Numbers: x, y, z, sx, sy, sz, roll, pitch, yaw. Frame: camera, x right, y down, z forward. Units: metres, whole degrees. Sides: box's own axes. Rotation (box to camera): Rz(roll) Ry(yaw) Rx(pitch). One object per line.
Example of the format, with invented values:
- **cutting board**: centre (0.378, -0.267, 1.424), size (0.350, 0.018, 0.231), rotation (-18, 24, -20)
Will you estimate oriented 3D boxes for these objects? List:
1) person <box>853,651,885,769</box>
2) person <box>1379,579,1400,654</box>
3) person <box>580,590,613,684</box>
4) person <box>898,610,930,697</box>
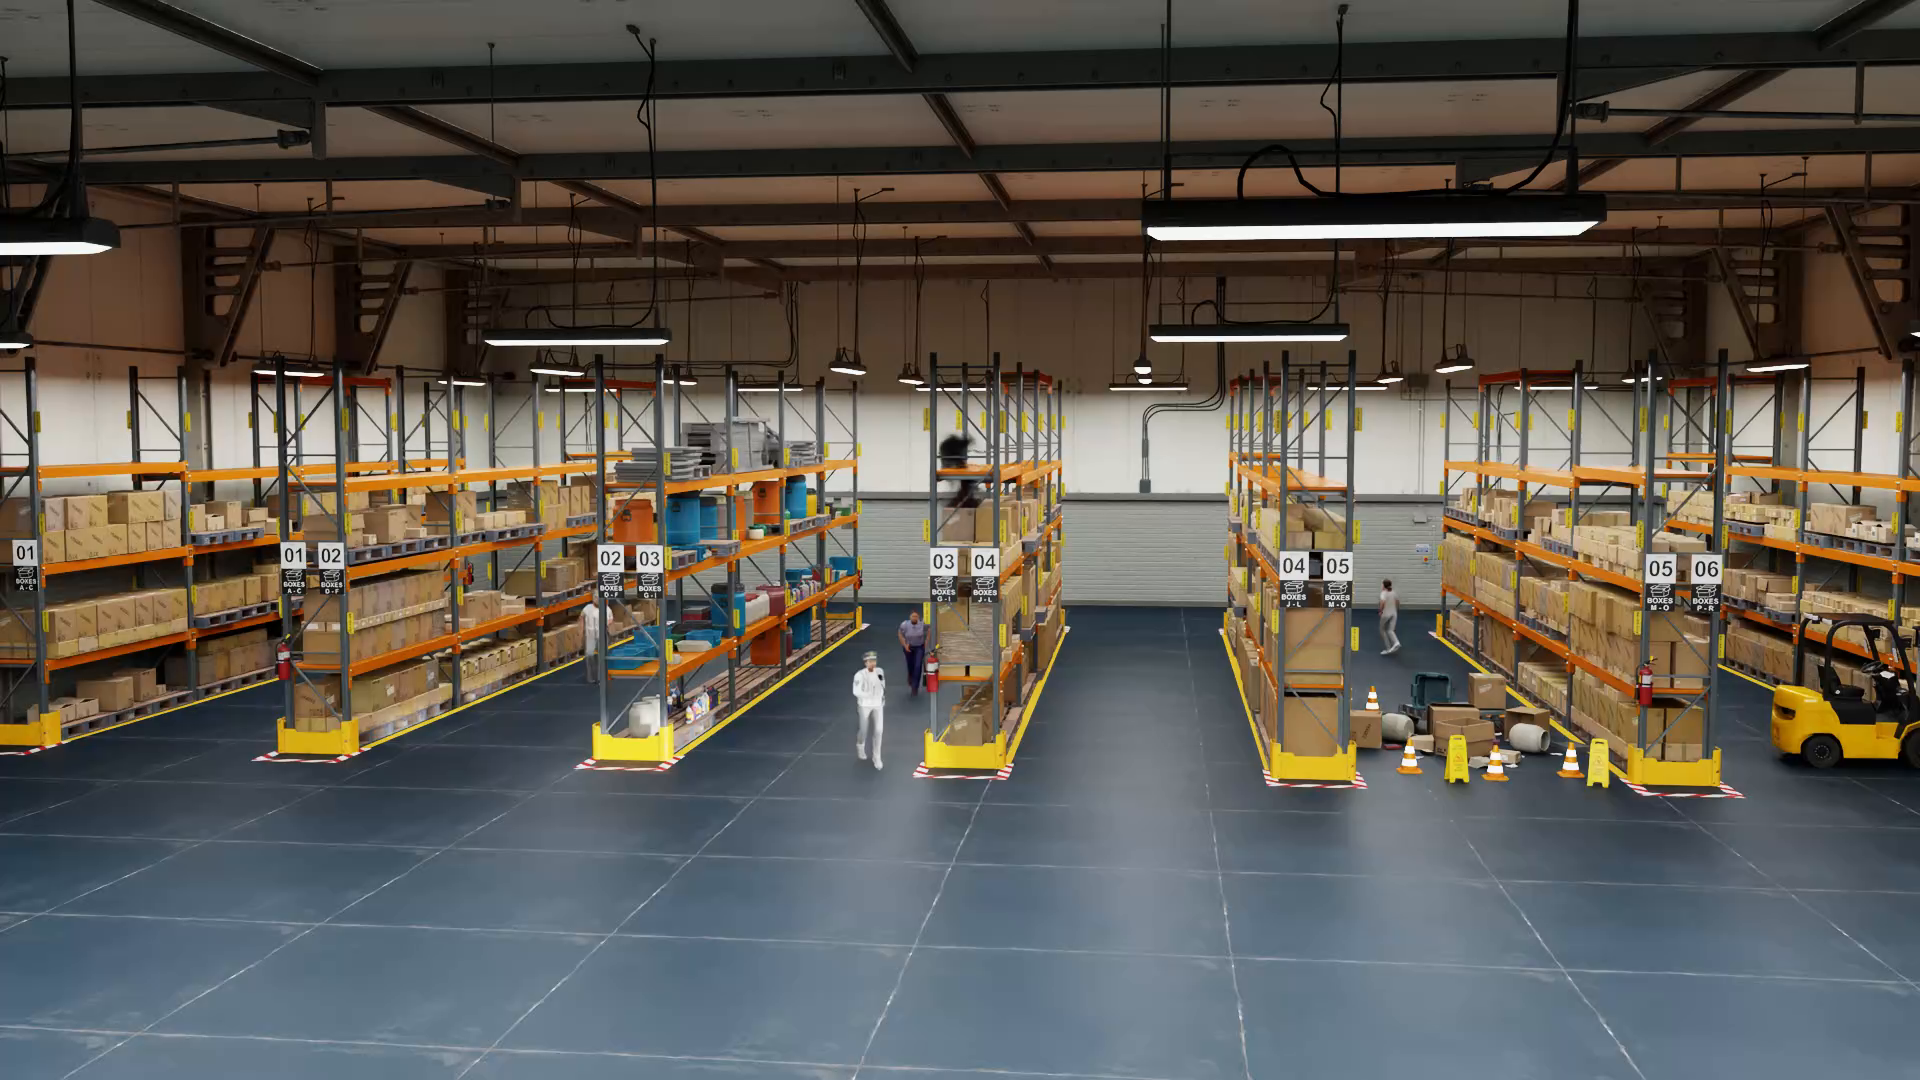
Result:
- **person**: centre (-1.319, 2.454, 24.235), size (0.553, 1.720, 0.989), rotation (-1, 4, -18)
- **person**: centre (9.274, 1.671, 35.710), size (0.550, 1.646, 0.760), rotation (-1, 4, -16)
- **person**: centre (-6.994, 1.868, 31.962), size (0.651, 1.820, 0.726), rotation (-1, 4, -8)
- **person**: centre (-0.844, 2.059, 30.831), size (0.629, 1.615, 0.955), rotation (0, 4, -7)
